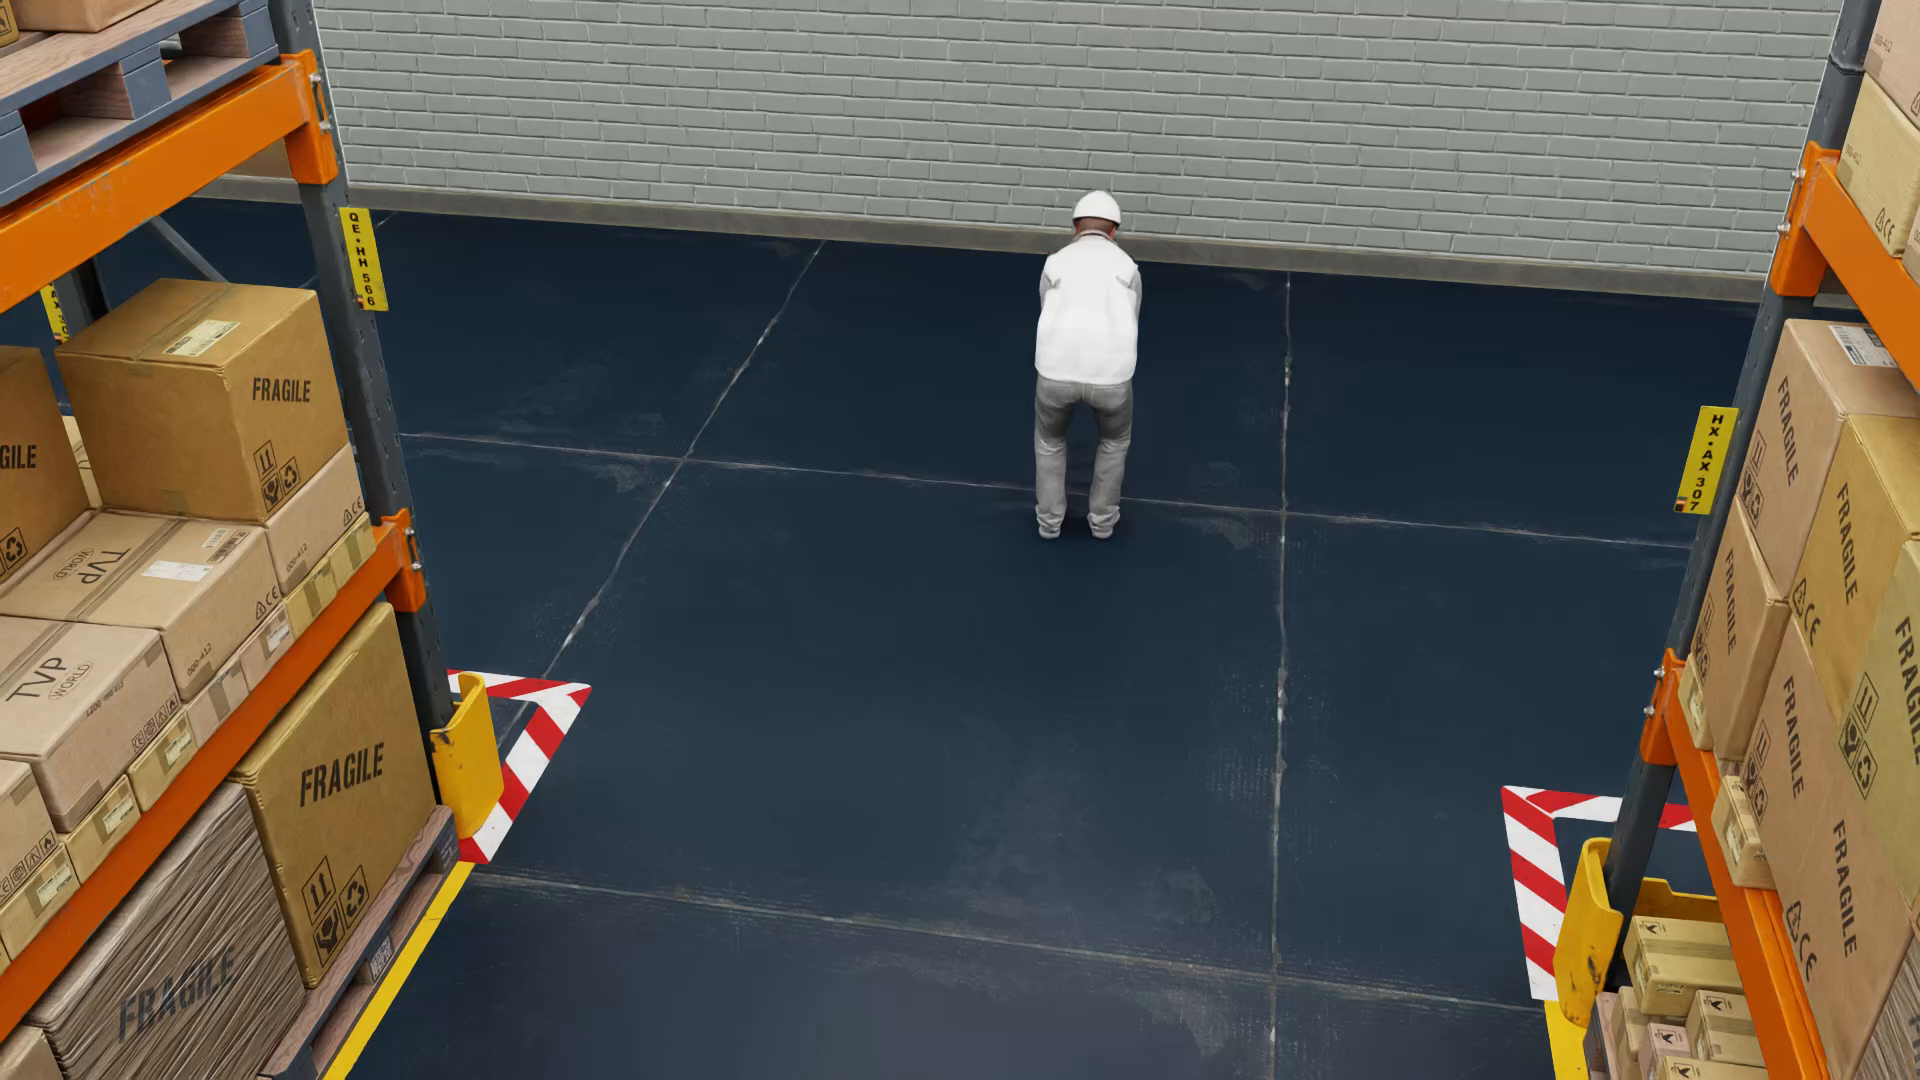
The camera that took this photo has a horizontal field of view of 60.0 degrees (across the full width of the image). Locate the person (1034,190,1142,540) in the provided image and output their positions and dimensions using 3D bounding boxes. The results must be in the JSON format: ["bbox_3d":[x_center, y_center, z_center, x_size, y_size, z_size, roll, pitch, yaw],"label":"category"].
[{"bbox_3d":[0.579,-0.777,7.631,0.467,1.475,0.870,4,32,7],"label":"person"}]
